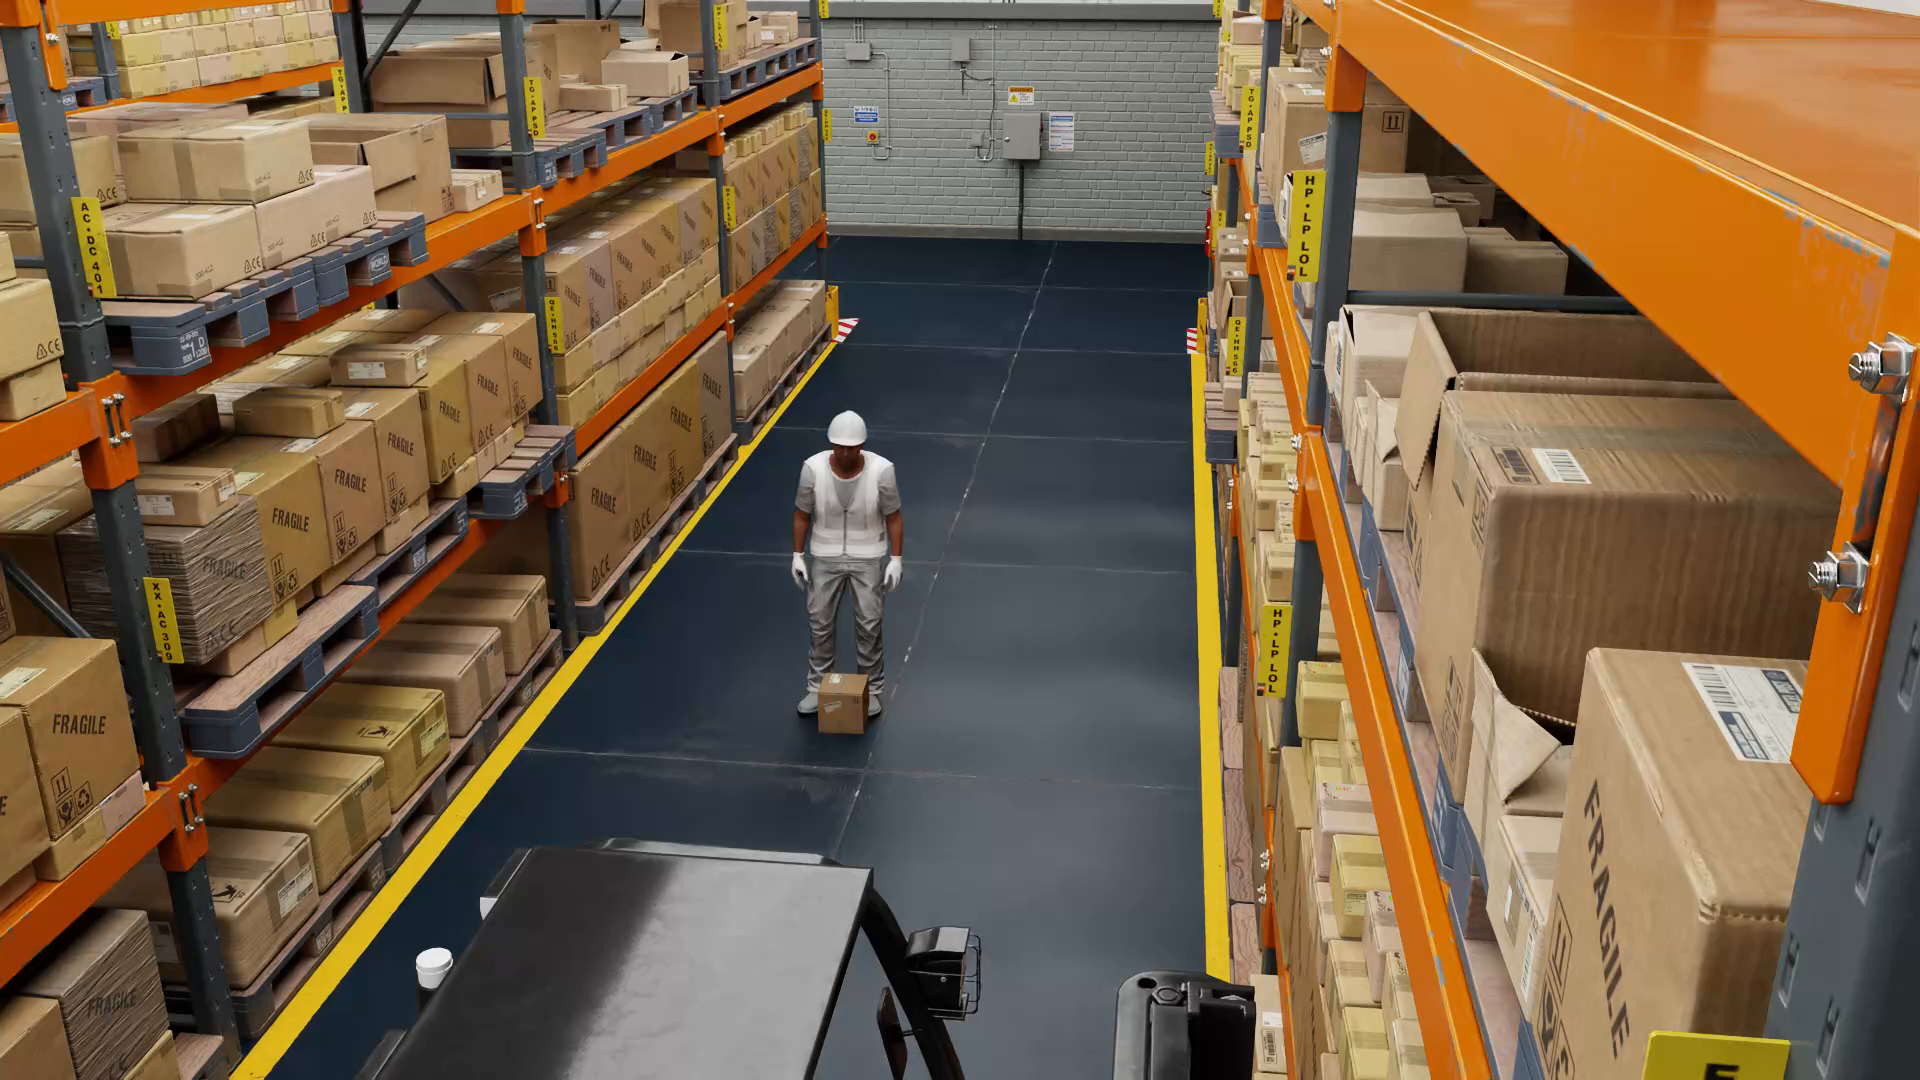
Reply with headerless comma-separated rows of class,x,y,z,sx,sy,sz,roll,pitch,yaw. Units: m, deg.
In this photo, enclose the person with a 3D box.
person,-0.627,0.123,9.247,0.623,1.773,0.450,1,21,3
